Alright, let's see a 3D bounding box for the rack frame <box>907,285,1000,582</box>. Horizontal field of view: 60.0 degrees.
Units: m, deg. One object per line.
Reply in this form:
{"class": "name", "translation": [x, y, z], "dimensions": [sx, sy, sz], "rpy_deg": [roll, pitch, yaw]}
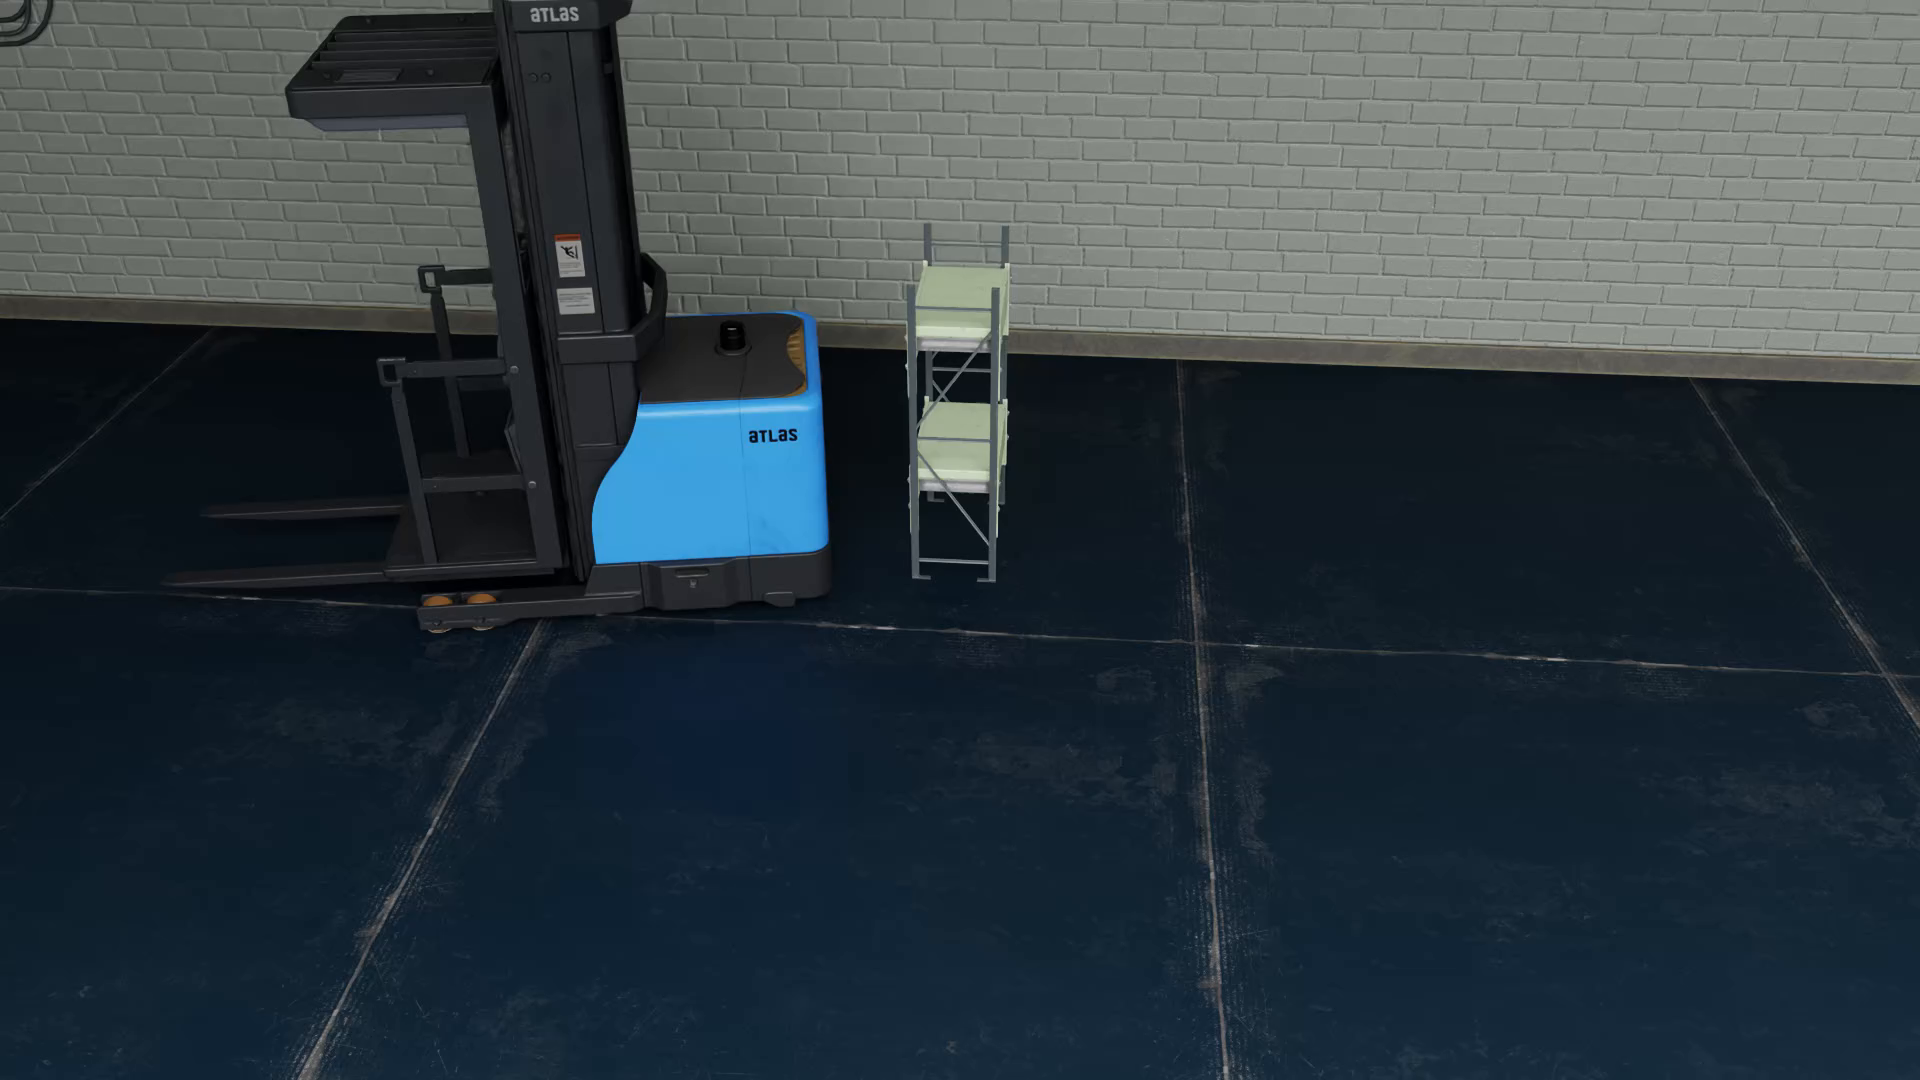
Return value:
{"class": "rack frame", "translation": [-0.029, -0.451, 7.552], "dimensions": [0.400, 1.500, 0.023], "rpy_deg": [2, 32, 4]}

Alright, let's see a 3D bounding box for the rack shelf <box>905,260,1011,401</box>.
{"class": "rack shelf", "translation": [0.001, -0.974, 7.657], "dimensions": [0.431, 0.370, 0.720], "rpy_deg": [2, 32, 4]}

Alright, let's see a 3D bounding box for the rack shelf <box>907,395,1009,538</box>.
{"class": "rack shelf", "translation": [0.001, -0.364, 8.033], "dimensions": [0.431, 0.370, 0.720], "rpy_deg": [2, 32, 4]}

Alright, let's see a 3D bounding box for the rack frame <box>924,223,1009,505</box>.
{"class": "rack frame", "translation": [0.030, -0.833, 8.173], "dimensions": [0.400, 1.500, 0.023], "rpy_deg": [2, 32, 4]}

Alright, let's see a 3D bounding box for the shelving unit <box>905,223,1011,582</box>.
{"class": "shelving unit", "translation": [0.001, -0.642, 7.862], "dimensions": [0.431, 1.500, 0.755], "rpy_deg": [2, 32, 4]}

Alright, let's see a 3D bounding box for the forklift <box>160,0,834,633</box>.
{"class": "forklift", "translation": [-2.141, -1.117, 7.269], "dimensions": [3.031, 2.935, 1.130], "rpy_deg": [-3, 32, -5]}

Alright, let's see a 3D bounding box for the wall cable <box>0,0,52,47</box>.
{"class": "wall cable", "translation": [-6.660, -3.926, 9.003], "dimensions": [3.097, 2.526, 0.112], "rpy_deg": [2, 32, 4]}
